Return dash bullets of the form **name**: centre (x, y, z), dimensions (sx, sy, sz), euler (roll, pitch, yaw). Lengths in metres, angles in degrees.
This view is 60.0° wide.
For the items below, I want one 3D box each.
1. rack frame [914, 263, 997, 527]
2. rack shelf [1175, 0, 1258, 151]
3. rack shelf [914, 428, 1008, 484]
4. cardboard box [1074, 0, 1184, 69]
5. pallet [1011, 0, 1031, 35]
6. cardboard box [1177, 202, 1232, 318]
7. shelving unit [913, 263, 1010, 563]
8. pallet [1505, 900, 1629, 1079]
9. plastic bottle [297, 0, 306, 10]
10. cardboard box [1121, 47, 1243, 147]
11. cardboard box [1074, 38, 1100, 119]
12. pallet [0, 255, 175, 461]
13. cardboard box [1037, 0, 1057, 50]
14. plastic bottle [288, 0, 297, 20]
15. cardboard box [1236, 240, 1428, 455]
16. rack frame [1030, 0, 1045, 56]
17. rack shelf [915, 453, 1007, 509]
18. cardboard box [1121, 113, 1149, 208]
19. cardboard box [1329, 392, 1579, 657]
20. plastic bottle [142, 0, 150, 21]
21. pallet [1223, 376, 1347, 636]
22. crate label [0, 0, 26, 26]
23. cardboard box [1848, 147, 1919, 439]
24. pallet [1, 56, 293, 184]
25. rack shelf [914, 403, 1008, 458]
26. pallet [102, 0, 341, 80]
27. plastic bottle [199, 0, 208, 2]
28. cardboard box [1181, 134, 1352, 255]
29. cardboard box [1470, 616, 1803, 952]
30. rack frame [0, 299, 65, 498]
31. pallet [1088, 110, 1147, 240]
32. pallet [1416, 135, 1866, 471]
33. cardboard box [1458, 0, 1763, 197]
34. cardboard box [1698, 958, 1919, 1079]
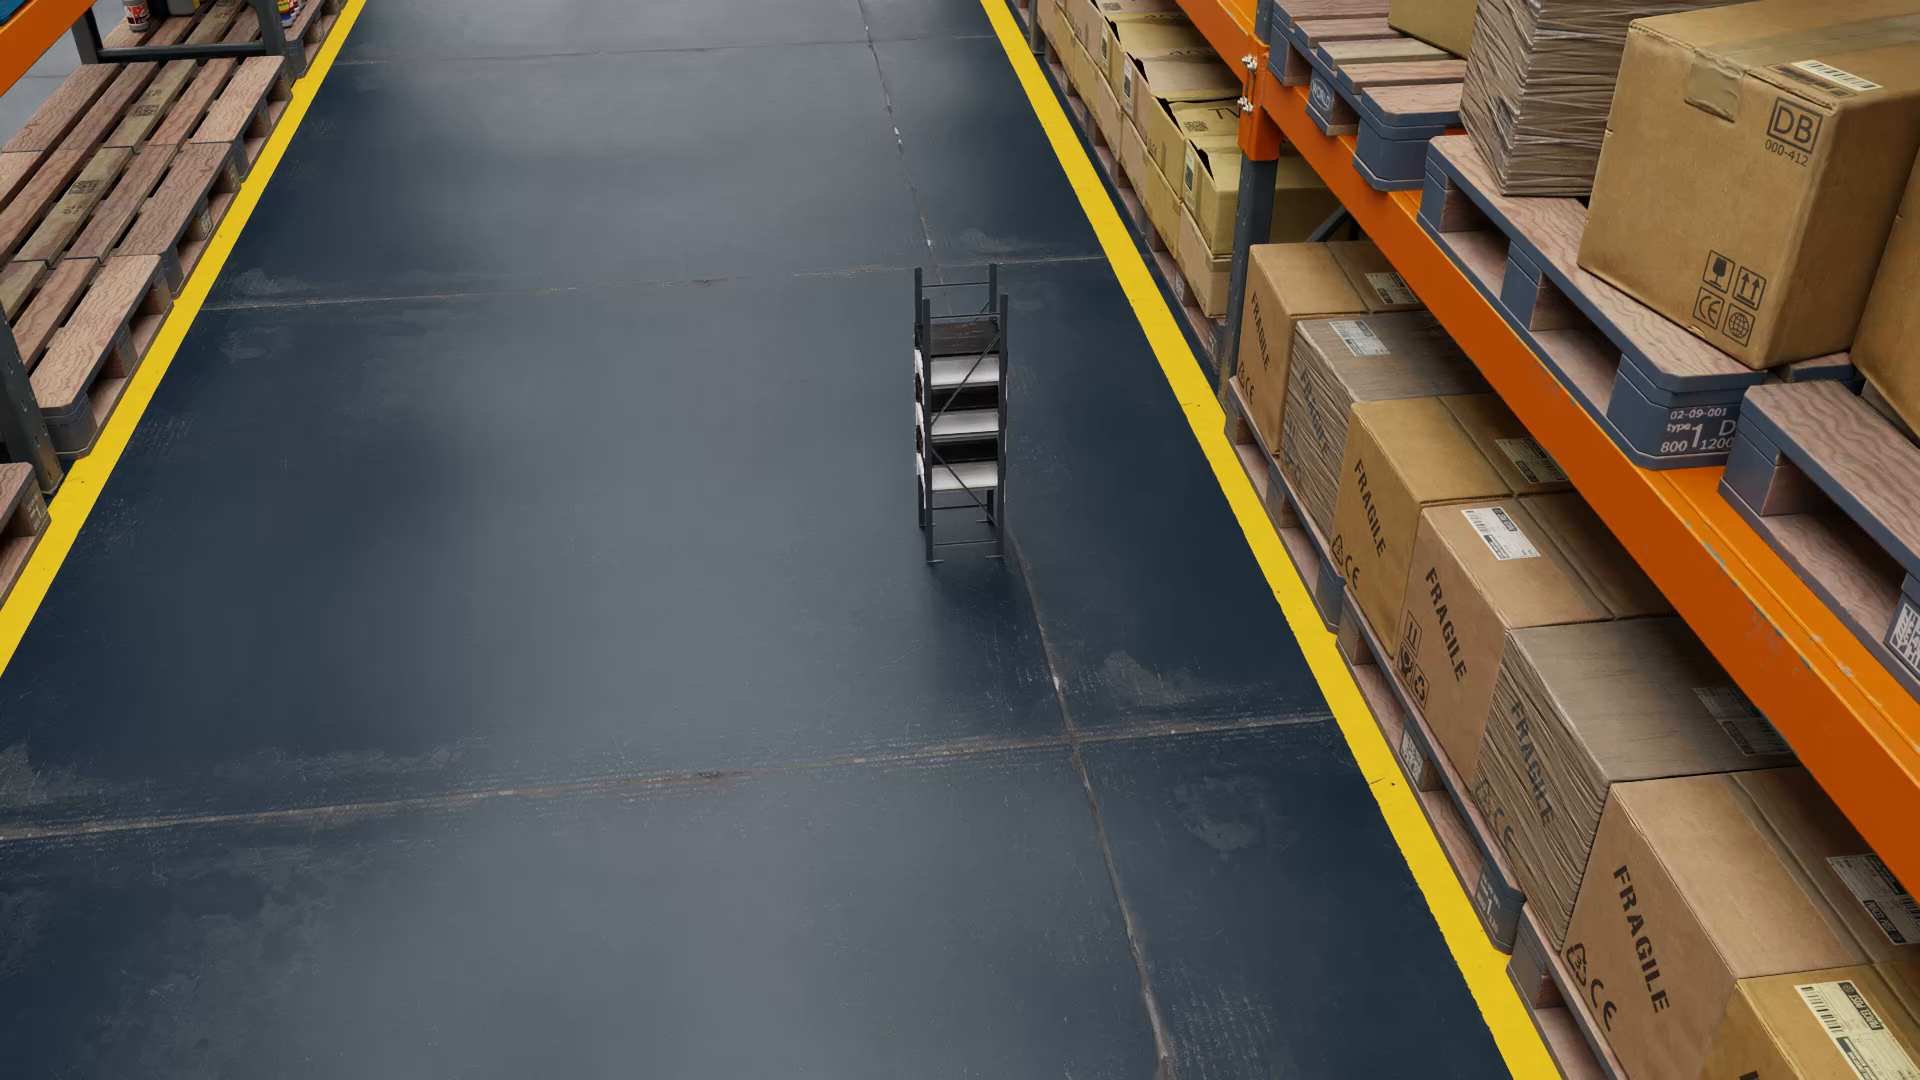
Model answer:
- **rack frame**: centre (-0.013, -0.424, 5.073), dimensions (0.240, 0.900, 0.006), euler (-4, 35, -6)
- **rack shelf**: centre (1.161, -2.569, 6.995), dimensions (1.077, 0.370, 4.000), euler (-4, 35, -6)
- **rack shelf**: centre (0.001, -0.265, 5.059), dimensions (0.258, 0.077, 0.200), euler (-4, 35, -6)
- **cardboard box**: centre (0.834, -2.433, 7.728), dimensions (0.500, 0.311, 0.500), euler (-5, 35, -8)
- **pallet**: centre (0.827, -3.277, 9.871), dimensions (1.003, 0.211, 1.213), euler (-4, 35, -6)
- **cardboard box**: centre (1.118, -1.063, 6.214), dimensions (0.500, 0.250, 0.500), euler (-4, 34, -5)
- **shelving unit**: centre (0.001, -0.367, 4.990), dimensions (0.258, 0.900, 0.210), euler (-4, 35, -6)
- **pallet**: centre (1.821, 1.183, 3.326), dimensions (1.003, 0.211, 1.213), euler (-4, 35, -6)
- **plastic bottle**: centre (-3.696, -3.055, 9.097), dimensions (0.152, 0.276, 0.135), euler (-3, 34, -5)
- **cardboard box**: centre (0.974, -1.864, 6.893), dimensions (0.500, 0.311, 0.500), euler (-5, 35, -7)
- **cardboard box**: centre (0.841, -2.201, 7.886), dimensions (0.500, 0.250, 0.500), euler (-5, 35, -8)
- **pallet**: centre (-3.544, -0.660, 6.031), dimensions (1.003, 0.211, 1.213), euler (-4, 35, -6)
- **cardboard box**: centre (0.701, -2.776, 8.728), dimensions (0.500, 0.250, 0.500), euler (-5, 35, -8)
- **plastic bottle**: centre (-3.639, -2.902, 8.939), dimensions (0.097, 0.201, 0.097), euler (0, 34, 0)
- **cardboard box**: centre (1.208, -0.623, 5.330), dimensions (0.500, 0.500, 0.500), euler (-3, 34, -4)
- **rack frame**: centre (0.892, -3.982, 8.430), dimensions (1.000, 3.000, 0.127), euler (-4, 35, -6)
- **rack shelf**: centre (0.001, -0.191, 5.110), dimensions (0.258, 0.077, 0.200), euler (-4, 35, -6)
- **cardboard box**: centre (0.980, -1.631, 7.048), dimensions (0.500, 0.250, 0.500), euler (-4, 34, -5)
- **cardboard box**: centre (1.347, -0.051, 4.491), dimensions (0.500, 0.500, 0.500), euler (-5, 35, -7)
- **plastic bottle**: centre (-4.408, -2.912, 8.881), dimensions (0.061, 0.283, 0.133), euler (-3, 34, -4)
- **pallet**: centre (1.493, -0.178, 5.324), dimensions (1.003, 0.211, 1.213), euler (-4, 35, -6)
- **crate label**: centre (-3.344, -1.967, 5.441), dimensions (0.502, 0.435, 0.616), euler (-4, 35, -6)
- **cardboard box**: centre (1.971, -0.393, 2.701), dimensions (0.700, 0.500, 0.500), euler (1, 34, 1)
- **pallet**: centre (-3.872, -2.022, 8.029), dimensions (1.003, 0.211, 1.213), euler (-4, 35, -6)
- **rack shelf**: centre (0.001, -0.340, 5.009), dimensions (0.258, 0.077, 0.200), euler (-4, 35, -6)
- **pallet**: centre (-4.066, -2.835, 9.222), dimensions (1.003, 0.211, 1.213), euler (-4, 35, -6)
- **plastic bottle**: centre (-4.271, -3.135, 9.215), dimensions (0.152, 0.276, 0.135), euler (-4, 35, -6)
- **cardboard box**: centre (1.116, -1.293, 6.054), dimensions (0.500, 0.311, 0.500), euler (-3, 34, -5)
- **cardboard box**: centre (1.493, 0.523, 3.648), dimensions (0.500, 0.500, 0.500), euler (-4, 34, -6)
- **rack frame**: centre (-3.479, -1.377, 4.607), dimensions (1.000, 3.000, 0.127), euler (-4, 35, -6)
- **pallet**: centre (1.197, -1.739, 7.615), dimensions (1.003, 0.211, 1.213), euler (-4, 35, -6)
- **pallet**: centre (1.696, -0.586, 3.617), dimensions (1.003, 0.211, 1.213), euler (-4, 35, -6)
- **cardboard box**: centre (1.560, -1.097, 3.735), dimensions (0.700, 0.500, 0.500), euler (2, 34, 3)
- **cardboard box**: centre (1.618, 1.080, 2.831), dimensions (0.500, 0.500, 0.500), euler (-5, 35, -7)
